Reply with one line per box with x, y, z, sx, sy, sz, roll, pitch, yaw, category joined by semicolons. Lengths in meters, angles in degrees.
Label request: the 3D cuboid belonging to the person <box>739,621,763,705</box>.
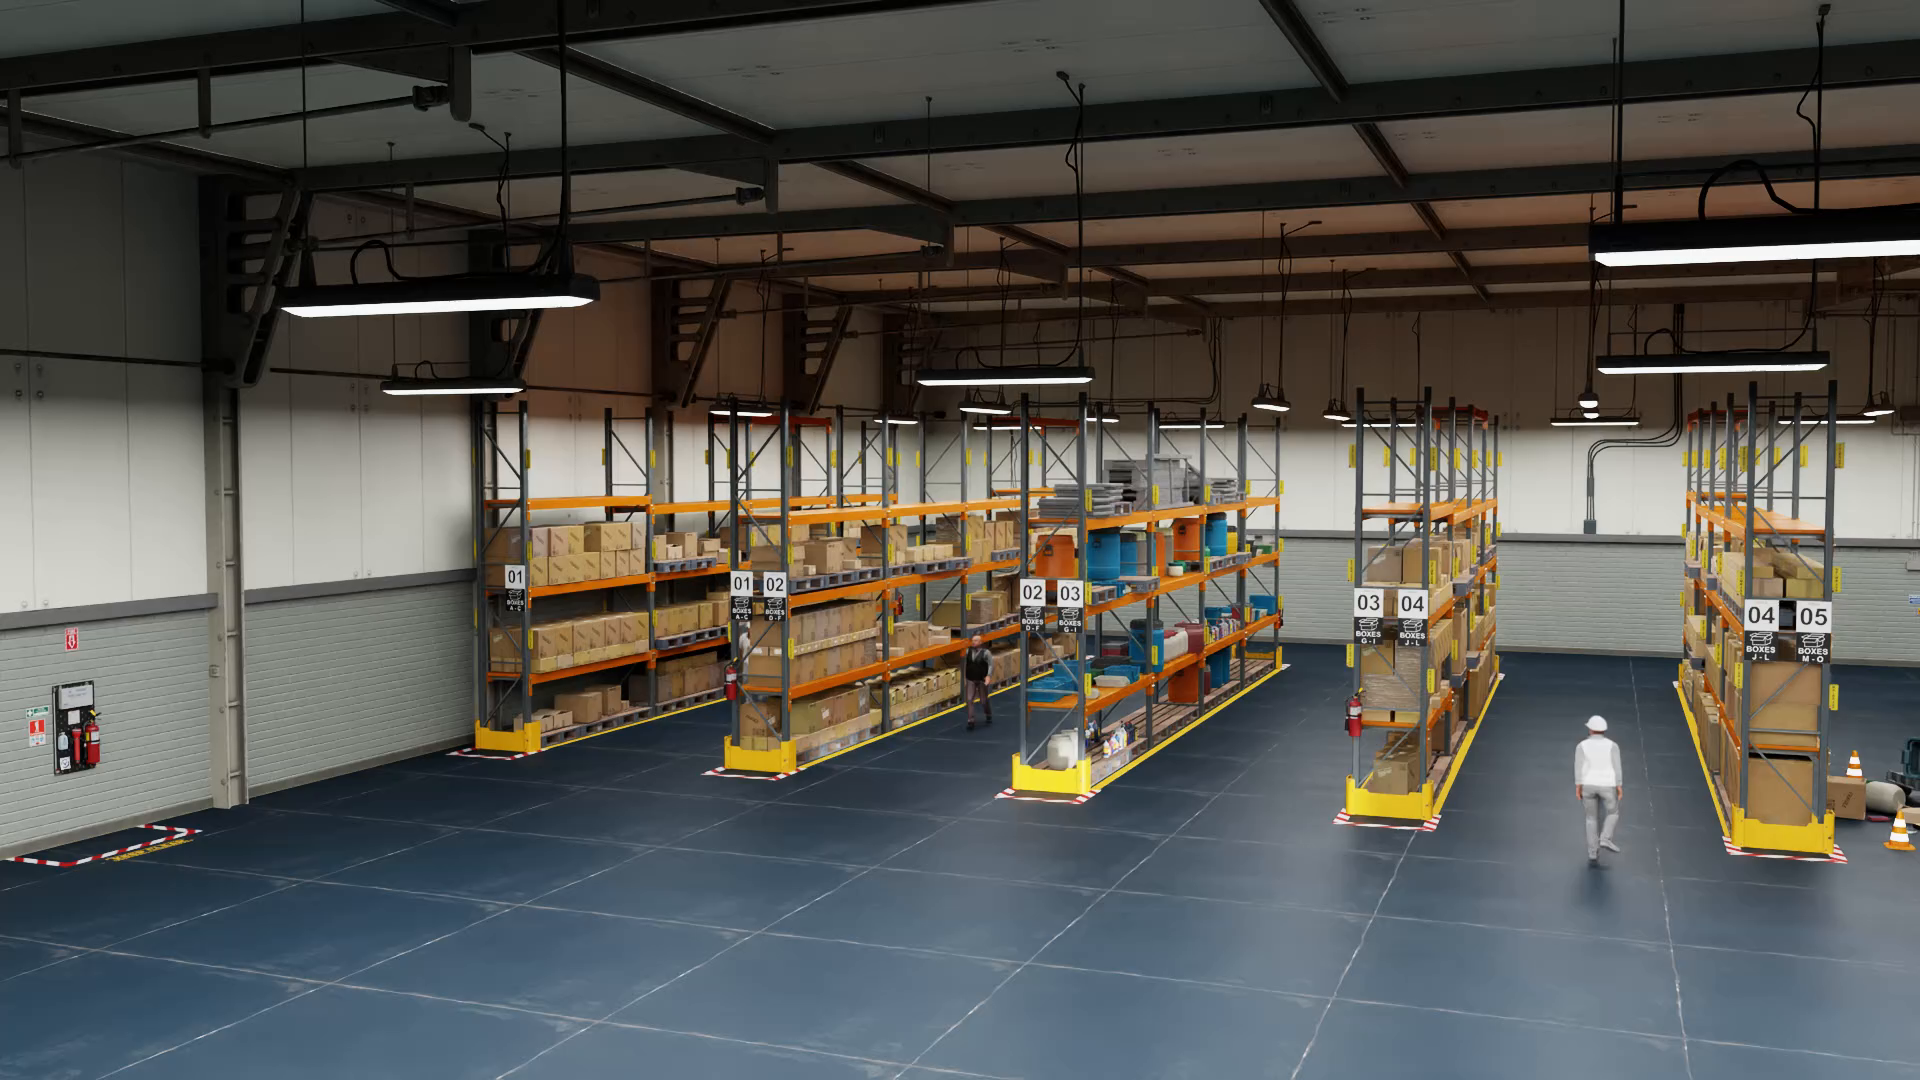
-4.230;2.488;33.924;0.652;1.744;0.657;0;3;10;person

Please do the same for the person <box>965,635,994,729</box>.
0.351;2.634;31.033;0.617;1.716;0.820;1;3;22;person

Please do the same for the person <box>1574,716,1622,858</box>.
8.012;3.094;20.878;0.571;1.763;0.478;2;3;30;person
